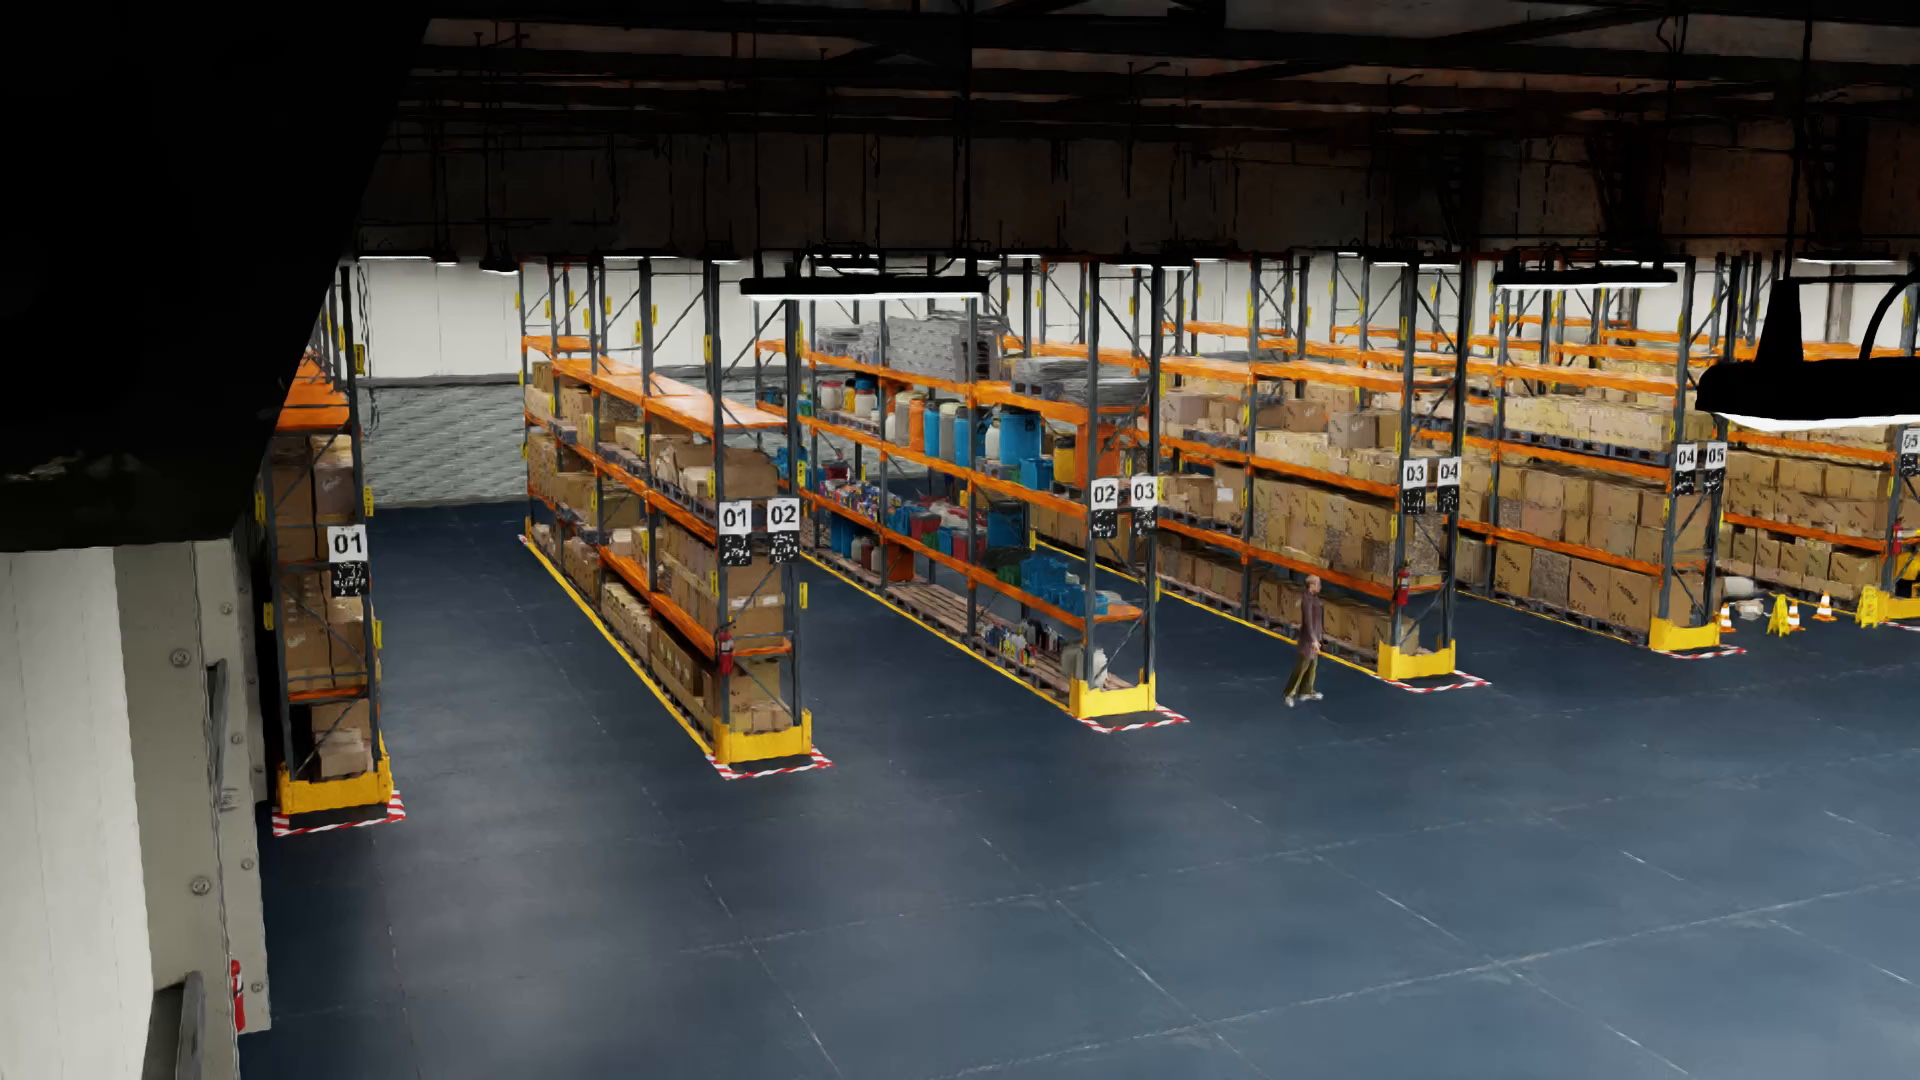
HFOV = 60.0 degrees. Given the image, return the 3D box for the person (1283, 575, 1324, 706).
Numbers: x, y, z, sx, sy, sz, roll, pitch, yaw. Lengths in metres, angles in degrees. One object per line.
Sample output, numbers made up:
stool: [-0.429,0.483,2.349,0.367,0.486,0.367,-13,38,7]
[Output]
person: [4.726,1.351,22.742,0.504,1.776,0.645,4,11,22]

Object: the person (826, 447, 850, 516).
person: [-2.803,-1.329,37.746,0.618,1.646,0.659,-6,12,-31]

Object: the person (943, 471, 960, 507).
person: [-0.241,-1.169,36.741,0.496,1.659,0.644,-5,11,-24]
